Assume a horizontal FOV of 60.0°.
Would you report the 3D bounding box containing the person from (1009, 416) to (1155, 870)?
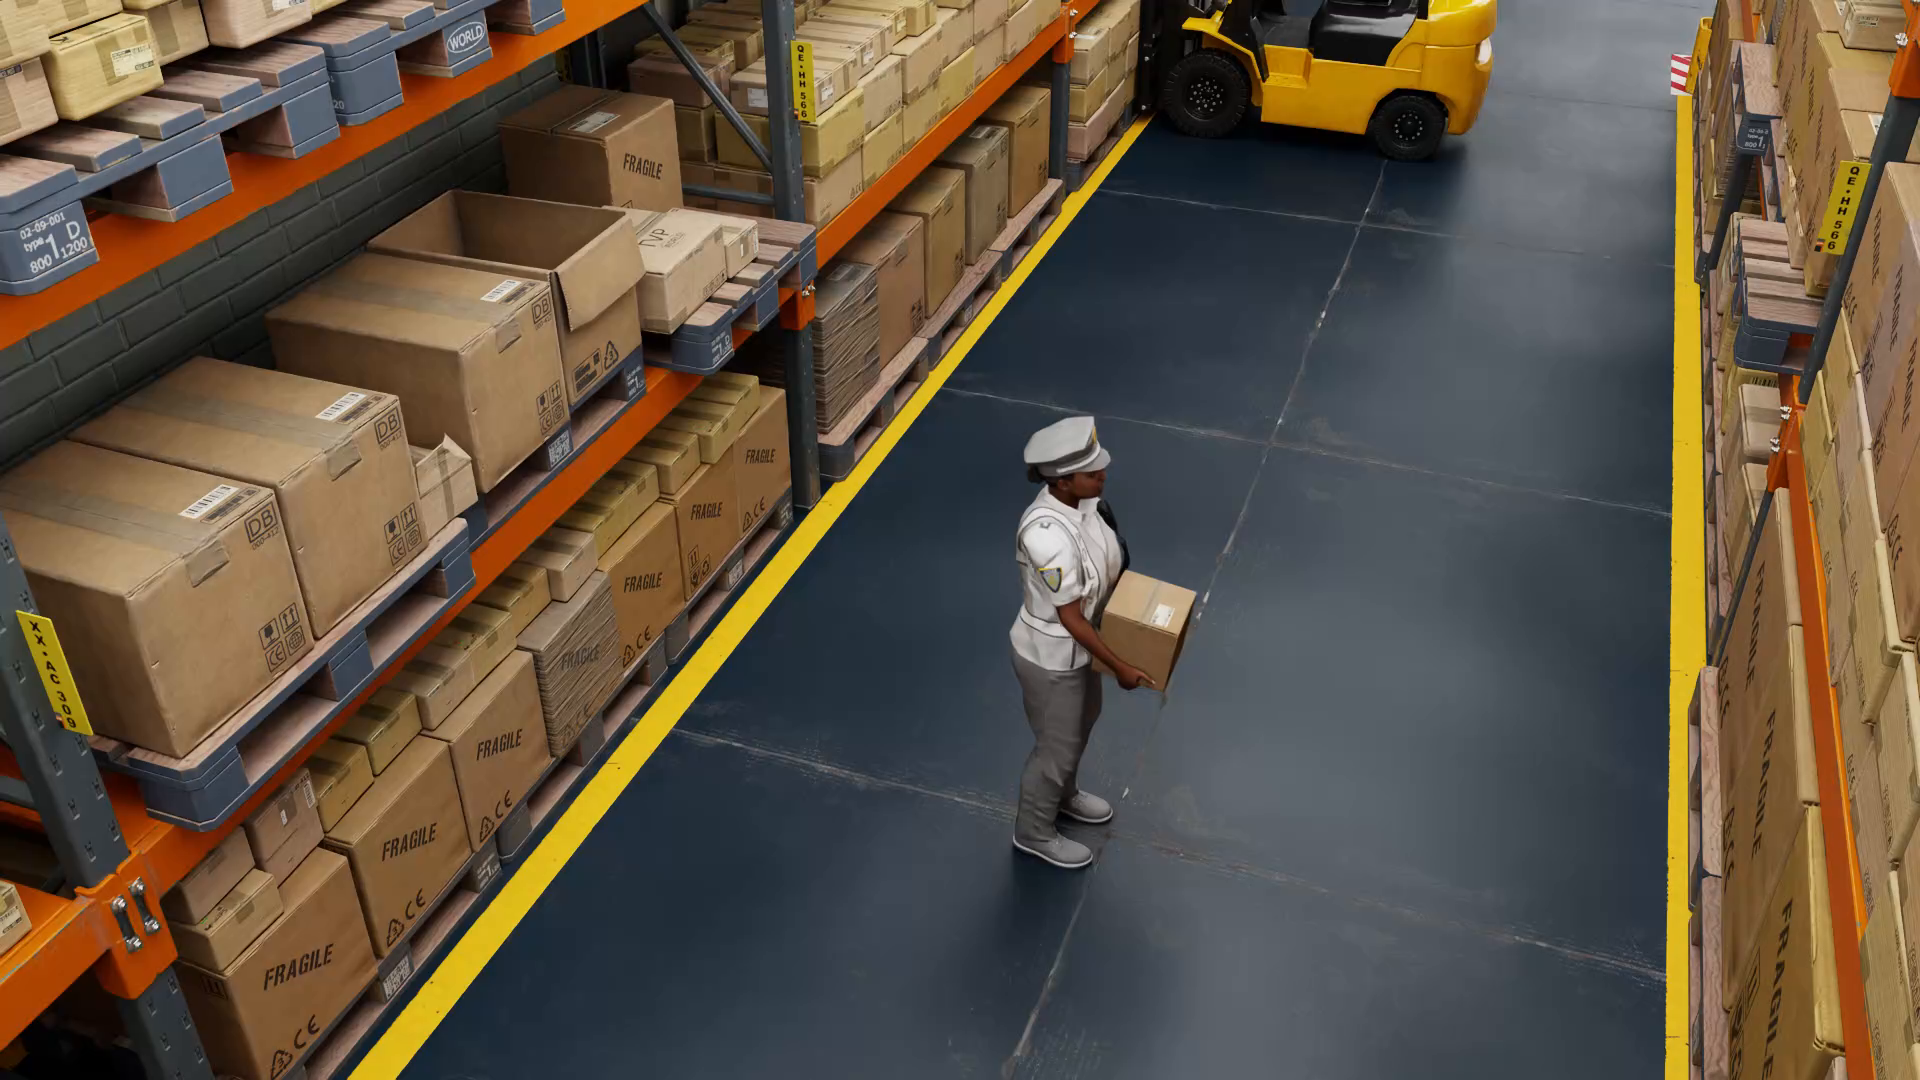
[{"bbox_3d":[0.433,0.366,5.568,0.520,1.692,0.435,12,35,17],"label":"person"}]
